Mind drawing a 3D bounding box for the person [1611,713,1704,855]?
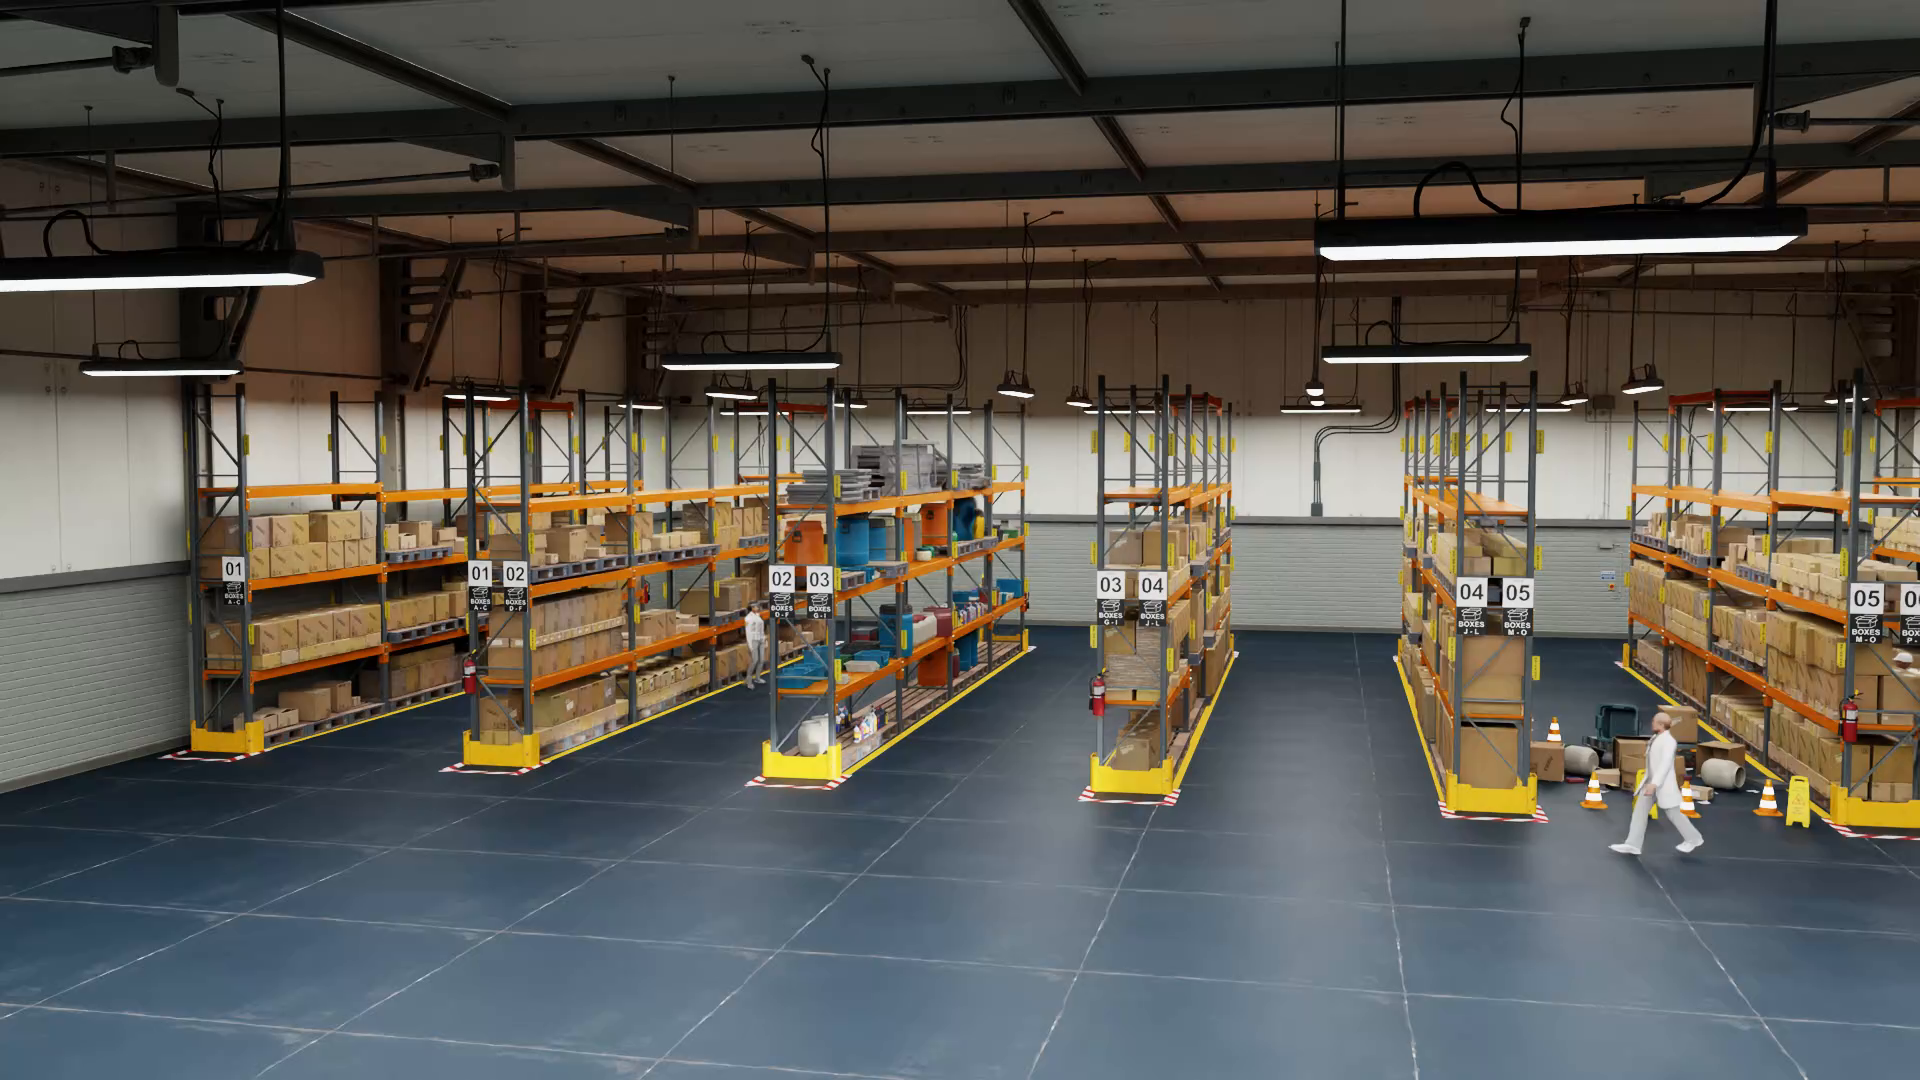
[{"bbox_3d":[8.524,2.968,20.222,1.115,1.743,0.529,-1,3,-16],"label":"person"}]

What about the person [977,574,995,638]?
[{"bbox_3d":[0.594,1.715,41.869,0.556,1.752,0.620,1,3,14],"label":"person"}]

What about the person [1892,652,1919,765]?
[{"bbox_3d":[14.912,2.670,26.135,0.752,1.785,0.621,1,3,11],"label":"person"}]

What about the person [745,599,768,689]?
[{"bbox_3d":[-4.023,2.044,32.884,0.385,1.748,0.541,2,4,30],"label":"person"}]

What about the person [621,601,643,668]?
[{"bbox_3d":[-7.062,2.125,36.057,0.631,1.639,0.501,-1,3,-15],"label":"person"}]
